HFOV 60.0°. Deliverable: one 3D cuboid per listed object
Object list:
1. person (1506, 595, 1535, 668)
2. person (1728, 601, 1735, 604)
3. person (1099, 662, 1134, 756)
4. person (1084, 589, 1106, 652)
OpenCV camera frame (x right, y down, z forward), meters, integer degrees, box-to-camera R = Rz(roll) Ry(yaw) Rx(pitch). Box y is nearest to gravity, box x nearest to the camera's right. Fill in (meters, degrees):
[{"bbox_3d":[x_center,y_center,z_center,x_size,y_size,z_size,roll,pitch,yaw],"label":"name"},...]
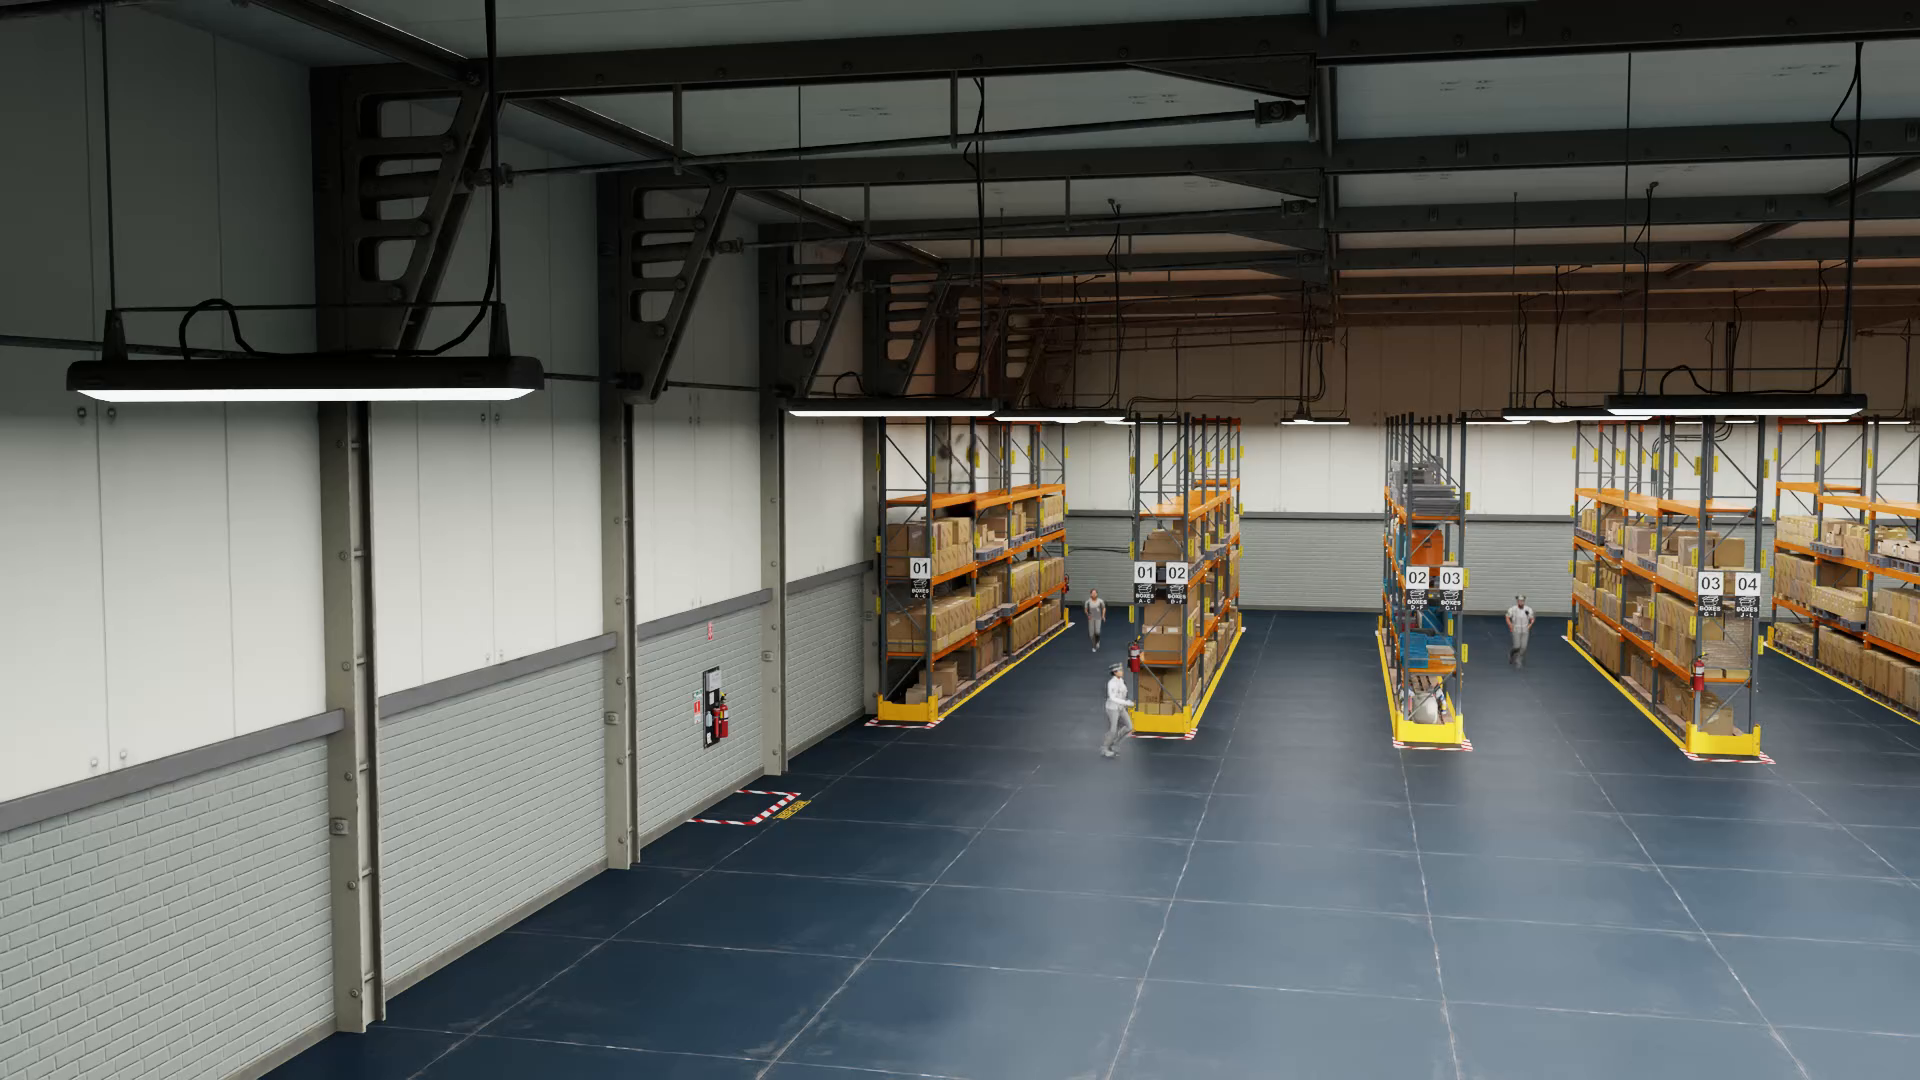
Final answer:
[{"bbox_3d":[13.374,2.176,39.652,0.649,1.748,0.629,0,4,7],"label":"person"},{"bbox_3d":[20.846,1.833,45.196,0.709,1.725,1.036,1,4,15],"label":"person"},{"bbox_3d":[2.742,2.933,28.847,0.687,1.648,0.584,3,5,34],"label":"person"},{"bbox_3d":[3.430,2.049,42.279,0.544,1.624,0.636,0,4,5],"label":"person"}]
